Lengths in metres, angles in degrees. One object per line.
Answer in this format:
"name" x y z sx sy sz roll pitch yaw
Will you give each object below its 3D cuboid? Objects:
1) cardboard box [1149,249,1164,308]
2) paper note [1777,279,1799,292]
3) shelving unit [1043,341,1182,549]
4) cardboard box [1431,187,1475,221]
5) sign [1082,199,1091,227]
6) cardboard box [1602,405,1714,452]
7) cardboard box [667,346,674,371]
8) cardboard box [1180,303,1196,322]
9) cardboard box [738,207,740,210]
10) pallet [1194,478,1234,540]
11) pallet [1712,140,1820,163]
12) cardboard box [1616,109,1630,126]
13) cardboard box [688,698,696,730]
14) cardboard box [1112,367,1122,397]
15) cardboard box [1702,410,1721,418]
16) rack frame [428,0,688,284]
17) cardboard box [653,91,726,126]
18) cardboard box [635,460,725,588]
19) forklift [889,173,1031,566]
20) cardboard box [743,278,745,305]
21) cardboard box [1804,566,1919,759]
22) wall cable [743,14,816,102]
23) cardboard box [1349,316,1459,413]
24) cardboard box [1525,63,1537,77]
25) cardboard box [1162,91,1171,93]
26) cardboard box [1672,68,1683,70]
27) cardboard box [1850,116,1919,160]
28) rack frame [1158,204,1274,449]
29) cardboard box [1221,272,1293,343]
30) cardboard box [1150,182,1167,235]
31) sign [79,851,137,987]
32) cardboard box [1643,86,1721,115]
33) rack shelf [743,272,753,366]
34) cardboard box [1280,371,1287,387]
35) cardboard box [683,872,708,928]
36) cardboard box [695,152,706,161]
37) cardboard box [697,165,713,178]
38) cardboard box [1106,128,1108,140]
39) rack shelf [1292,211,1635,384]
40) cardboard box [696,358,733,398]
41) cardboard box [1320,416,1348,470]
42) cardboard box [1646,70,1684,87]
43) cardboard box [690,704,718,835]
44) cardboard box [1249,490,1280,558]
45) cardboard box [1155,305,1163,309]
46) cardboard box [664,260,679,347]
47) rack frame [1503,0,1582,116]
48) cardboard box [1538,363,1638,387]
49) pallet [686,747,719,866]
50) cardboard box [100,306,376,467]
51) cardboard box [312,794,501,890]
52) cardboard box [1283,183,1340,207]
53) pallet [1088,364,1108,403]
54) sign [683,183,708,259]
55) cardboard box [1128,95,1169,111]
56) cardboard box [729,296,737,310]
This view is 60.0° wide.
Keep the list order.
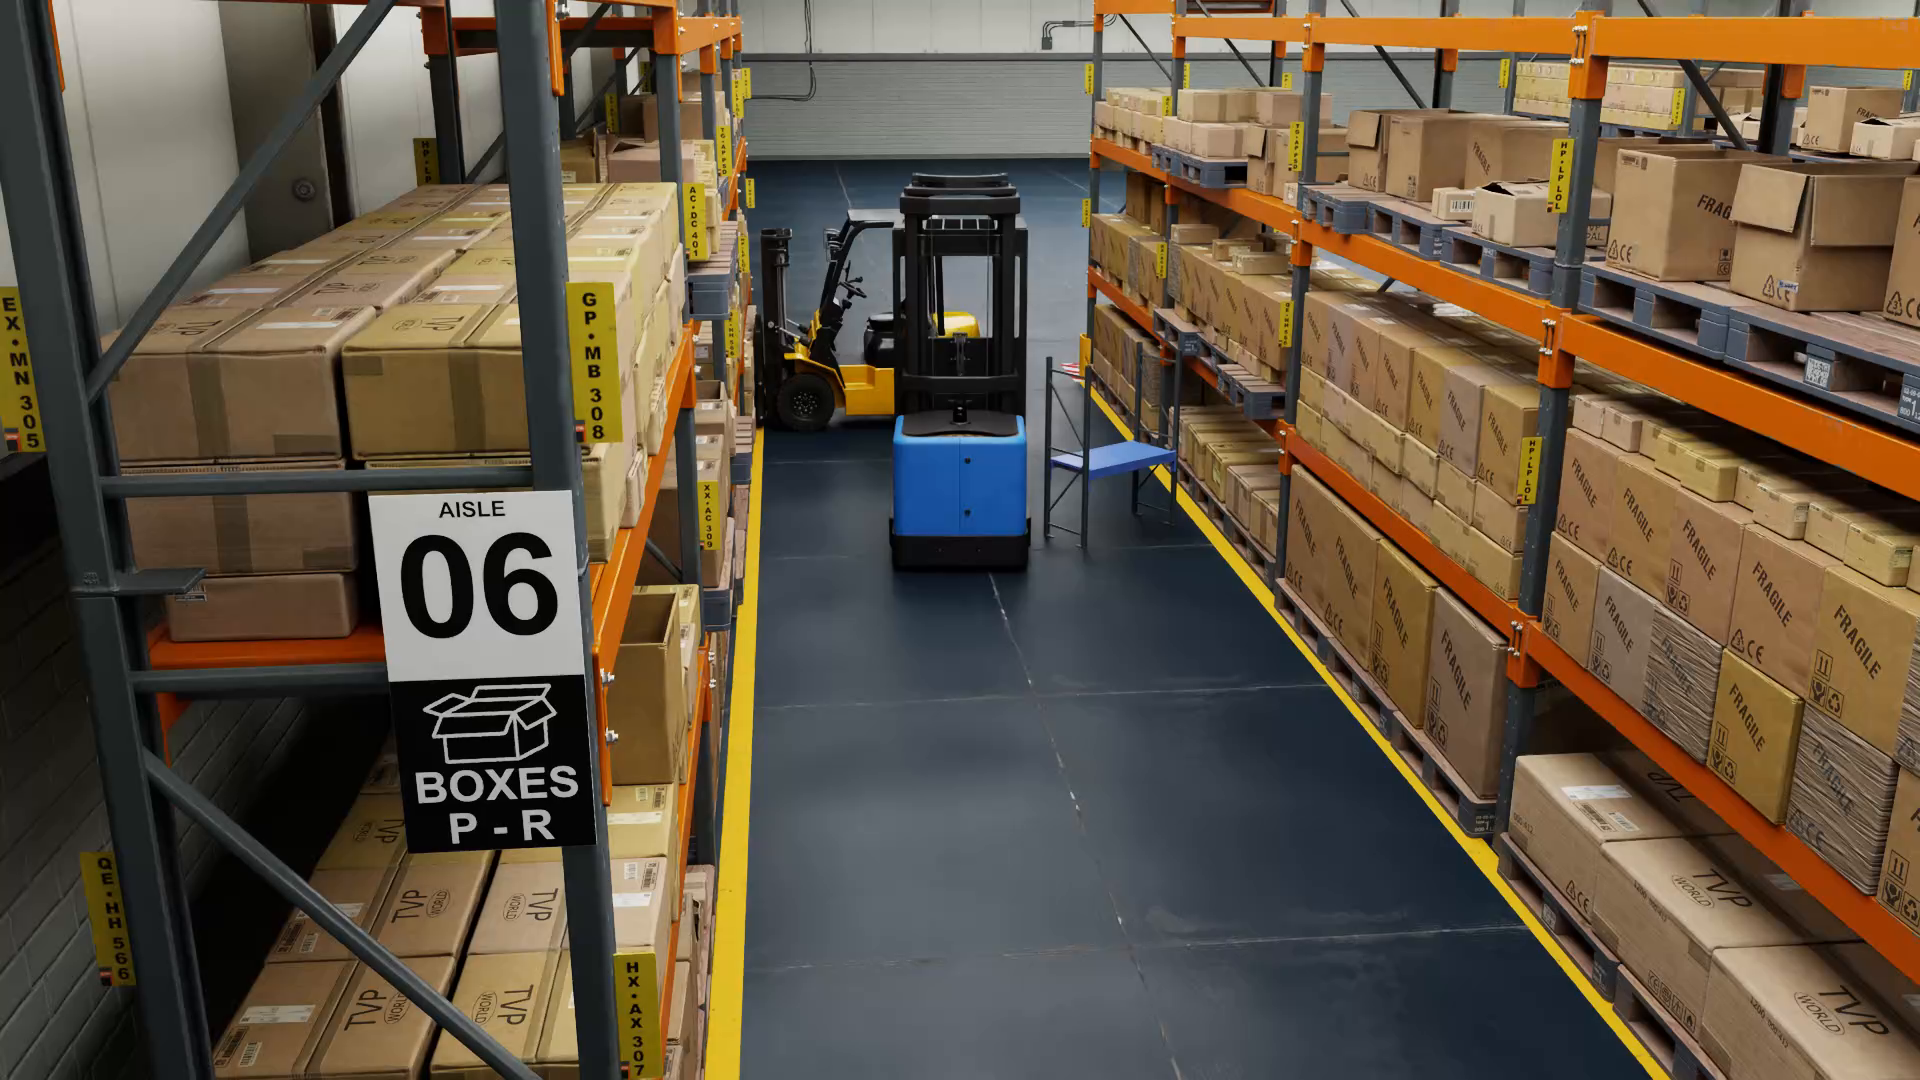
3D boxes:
"cardboard box" 2.133 -2.532 16.070 0.500 0.500 0.500 -2 18 -7
"paper note" 2.868 -0.883 5.768 0.006 0.032 0.123 -2 18 -6
"shelving unit" 1.258 -0.799 13.718 1.048 1.500 0.538 -14 22 -37
"cardboard box" 2.907 -1.913 9.443 0.380 0.166 0.250 0 17 -1
"sign" 1.474 -3.805 19.345 0.100 0.325 0.005 -2 18 -6
"cardboard box" 3.068 -0.490 7.312 0.380 0.149 0.250 -2 17 -5
"cardboard box" -1.314 -0.739 6.436 0.380 0.149 0.250 -1 17 -4
"cardboard box" 2.186 -2.049 14.913 0.380 0.149 0.250 -1 17 -5
"cardboard box" -2.621 -3.581 18.329 0.380 0.149 0.250 -2 18 -6
"pallet" 2.637 -0.291 14.251 1.003 0.211 1.213 -2 18 -6
"pallet" 7.483 -3.469 15.029 0.805 0.209 1.217 -2 18 -8
"cardboard box" 6.903 -4.287 16.867 0.380 0.149 0.250 -2 18 -5
"cardboard box" -1.302 0.681 6.919 0.380 0.149 0.250 -1 17 -4
"cardboard box" 1.935 -1.734 18.083 0.500 0.250 0.500 -1 17 -2
"cardboard box" 3.519 -0.504 7.356 0.380 0.149 0.250 -1 17 -4
"rack frame" -1.686 -2.542 6.750 1.000 3.000 0.127 -2 18 -6
"cardboard box" -2.036 -3.125 12.579 0.500 0.500 0.500 -1 17 -4
"cardboard box" -1.513 -0.079 8.051 0.700 0.500 0.500 -1 17 -4
"forklift" 0.001 -1.586 13.835 1.130 2.935 3.031 0 17 0
"cardboard box" -2.421 -2.556 16.645 0.500 0.500 0.500 -2 18 -6
"cardboard box" 3.246 0.395 5.576 0.500 0.500 0.500 -2 18 -6
"wall cable" -5.831 -14.257 49.249 3.097 2.526 0.112 -2 18 -6
"cardboard box" 2.745 -1.094 10.317 0.500 0.500 0.500 -1 17 -4
"cardboard box" 6.669 -5.348 18.916 0.380 0.149 0.250 -2 18 -5
"cardboard box" 2.368 -4.705 17.738 0.380 0.149 0.250 -2 18 -6
"cardboard box" 7.533 -4.763 17.052 0.380 0.149 0.250 -2 17 -5
"cardboard box" 7.345 -3.147 12.968 0.500 0.311 0.500 -2 18 -6
"rack frame" 2.426 -2.217 15.732 1.000 3.000 0.127 -2 18 -6
"cardboard box" 2.398 -1.846 13.186 0.500 0.500 0.500 -3 18 -9
"cardboard box" 2.396 -3.478 17.414 0.700 0.500 0.500 -2 18 -6
"sign" -1.827 0.820 3.596 0.100 0.325 0.005 -2 18 -6
"cardboard box" 7.033 -4.289 16.208 0.500 0.250 0.500 -2 18 -6
"rack shelf" -2.717 -2.316 17.246 1.077 0.370 4.000 -2 18 -6
"cardboard box" 2.571 -1.197 12.199 0.380 0.149 0.250 -1 17 -4
"cardboard box" -1.336 1.637 7.513 0.380 0.149 0.250 -2 18 -7
"cardboard box" -1.663 -2.158 9.624 0.380 0.149 0.250 -2 18 -7
"cardboard box" -1.482 -1.865 8.657 0.380 0.149 0.250 -2 18 -5
"cardboard box" 1.841 -4.536 18.529 0.380 0.149 0.250 -2 18 -7
"rack shelf" 3.045 -1.518 9.697 1.077 0.370 4.000 -2 18 -6
"cardboard box" -1.876 -1.179 11.839 0.500 0.250 0.500 -2 18 -6
"cardboard box" 2.709 -0.648 10.984 0.500 0.250 0.500 -2 18 -7
"cardboard box" 6.958 -4.515 16.262 0.380 0.149 0.250 -2 18 -6
"cardboard box" -1.512 1.162 8.441 0.500 0.500 0.500 -1 17 -3
"cardboard box" 2.790 -0.141 12.804 0.950 0.372 0.625 -3 18 -9
"cardboard box" 2.090 -2.184 16.045 0.380 0.149 0.250 -2 18 -6
"cardboard box" -1.323 -0.890 6.251 0.500 0.250 0.500 -2 18 -8
"rack frame" 6.927 -6.454 19.213 1.000 3.000 0.127 -2 18 -6
"cardboard box" 3.412 -0.649 8.901 0.500 0.500 0.500 -2 18 -6
"pallet" -1.807 1.410 8.834 1.003 0.211 1.213 -2 18 -6
"cardboard box" -1.597 -0.352 3.700 0.500 0.250 0.500 -2 18 -7
"cardboard box" -1.683 1.012 5.200 0.500 0.250 0.500 -1 17 -4
"cardboard box" 2.563 -2.498 12.038 0.380 0.149 0.250 -2 18 -6
"pallet" 2.070 -1.813 19.099 1.003 0.211 1.213 -2 18 -6
"sign" -1.147 -1.376 7.182 0.100 0.325 0.005 -2 18 -6
"cardboard box" 1.921 -4.456 16.942 0.380 0.149 0.250 -2 17 -5
"cardboard box" -1.989 -1.869 13.372 0.380 0.149 0.250 -2 18 -7
